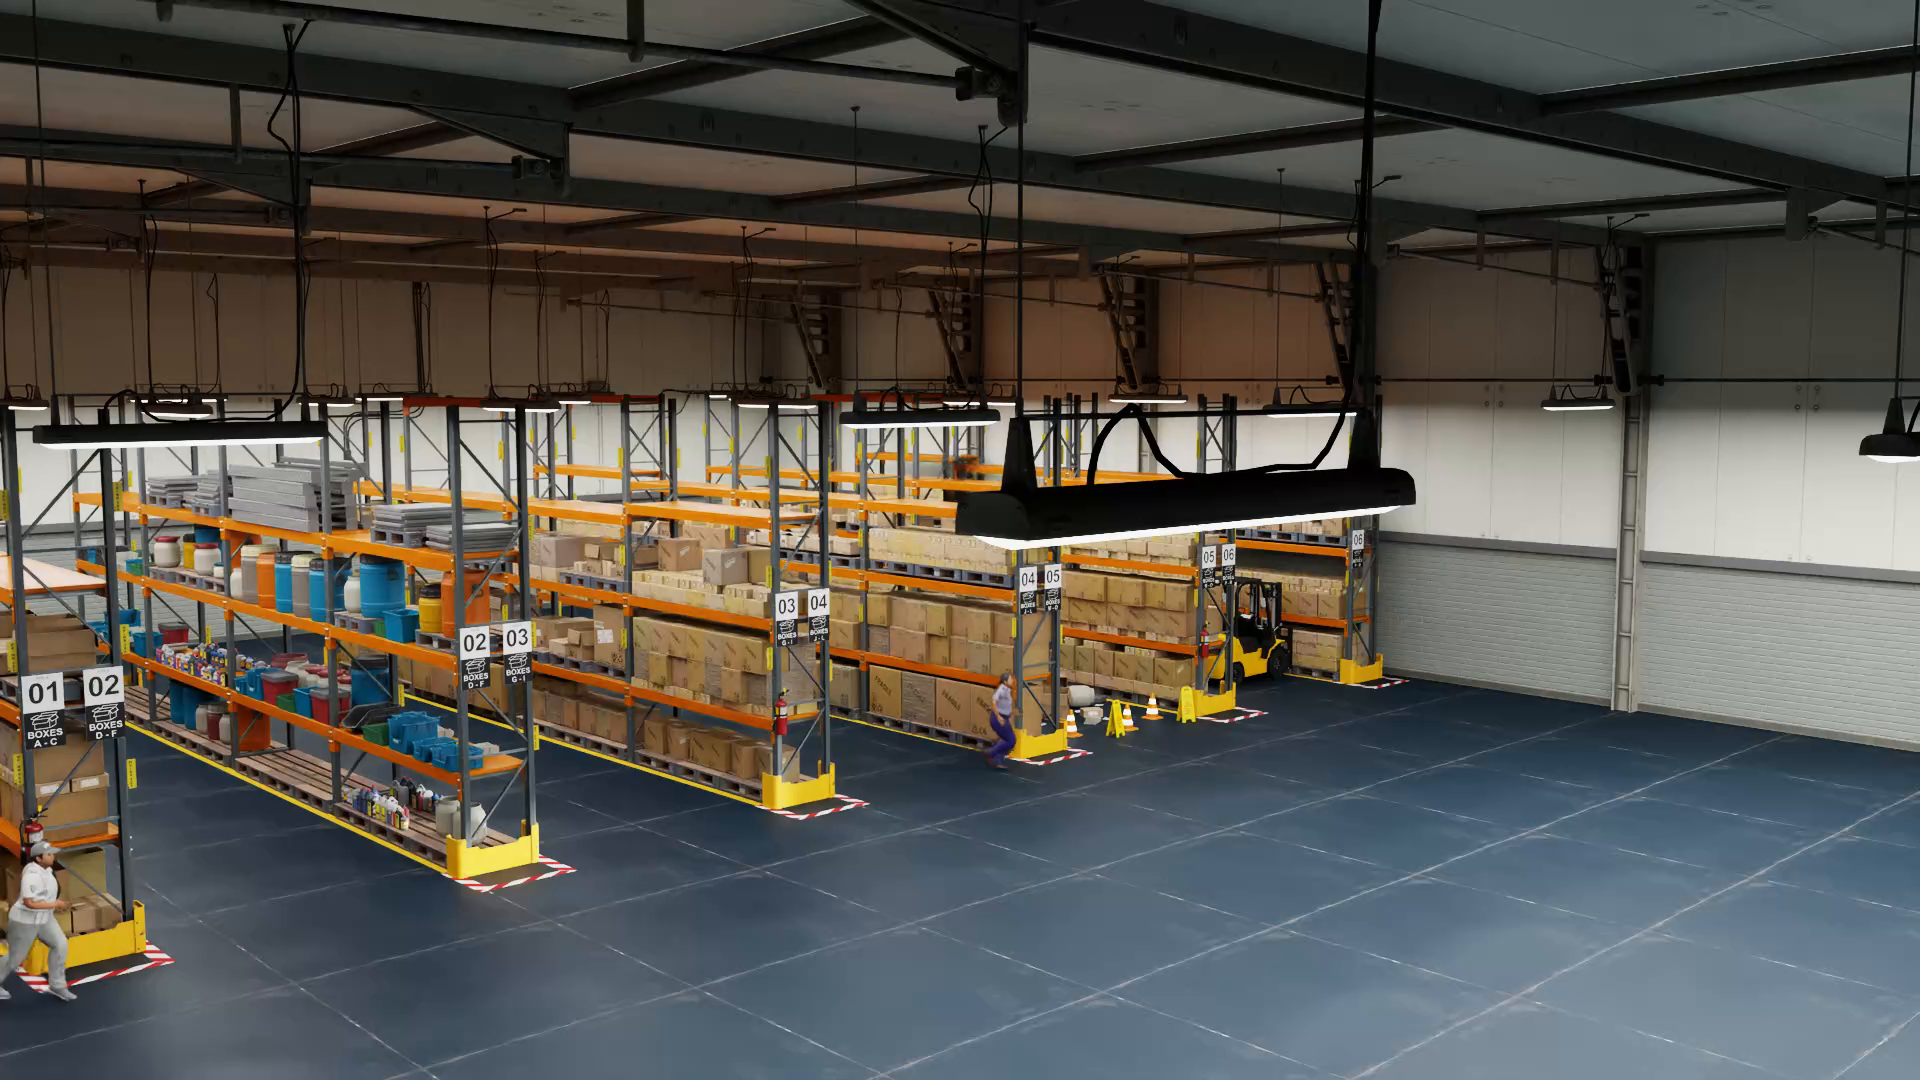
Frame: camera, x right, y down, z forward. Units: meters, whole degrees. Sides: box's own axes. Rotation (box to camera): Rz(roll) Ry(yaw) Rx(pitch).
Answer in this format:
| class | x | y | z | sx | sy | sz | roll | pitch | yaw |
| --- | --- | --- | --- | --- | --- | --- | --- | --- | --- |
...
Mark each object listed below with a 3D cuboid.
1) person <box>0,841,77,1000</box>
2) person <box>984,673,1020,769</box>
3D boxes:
| class | x | y | z | sx | sy | sz | roll | pitch | yaw |
| --- | --- | --- | --- | --- | --- | --- | --- | --- | --- |
| person | -9.483 | 3.900 | 16.879 | 0.891 | 1.696 | 0.613 | 0 | 6 | -5 |
| person | 0.689 | 2.950 | 27.012 | 0.591 | 1.595 | 0.621 | 0 | 6 | -1 |
